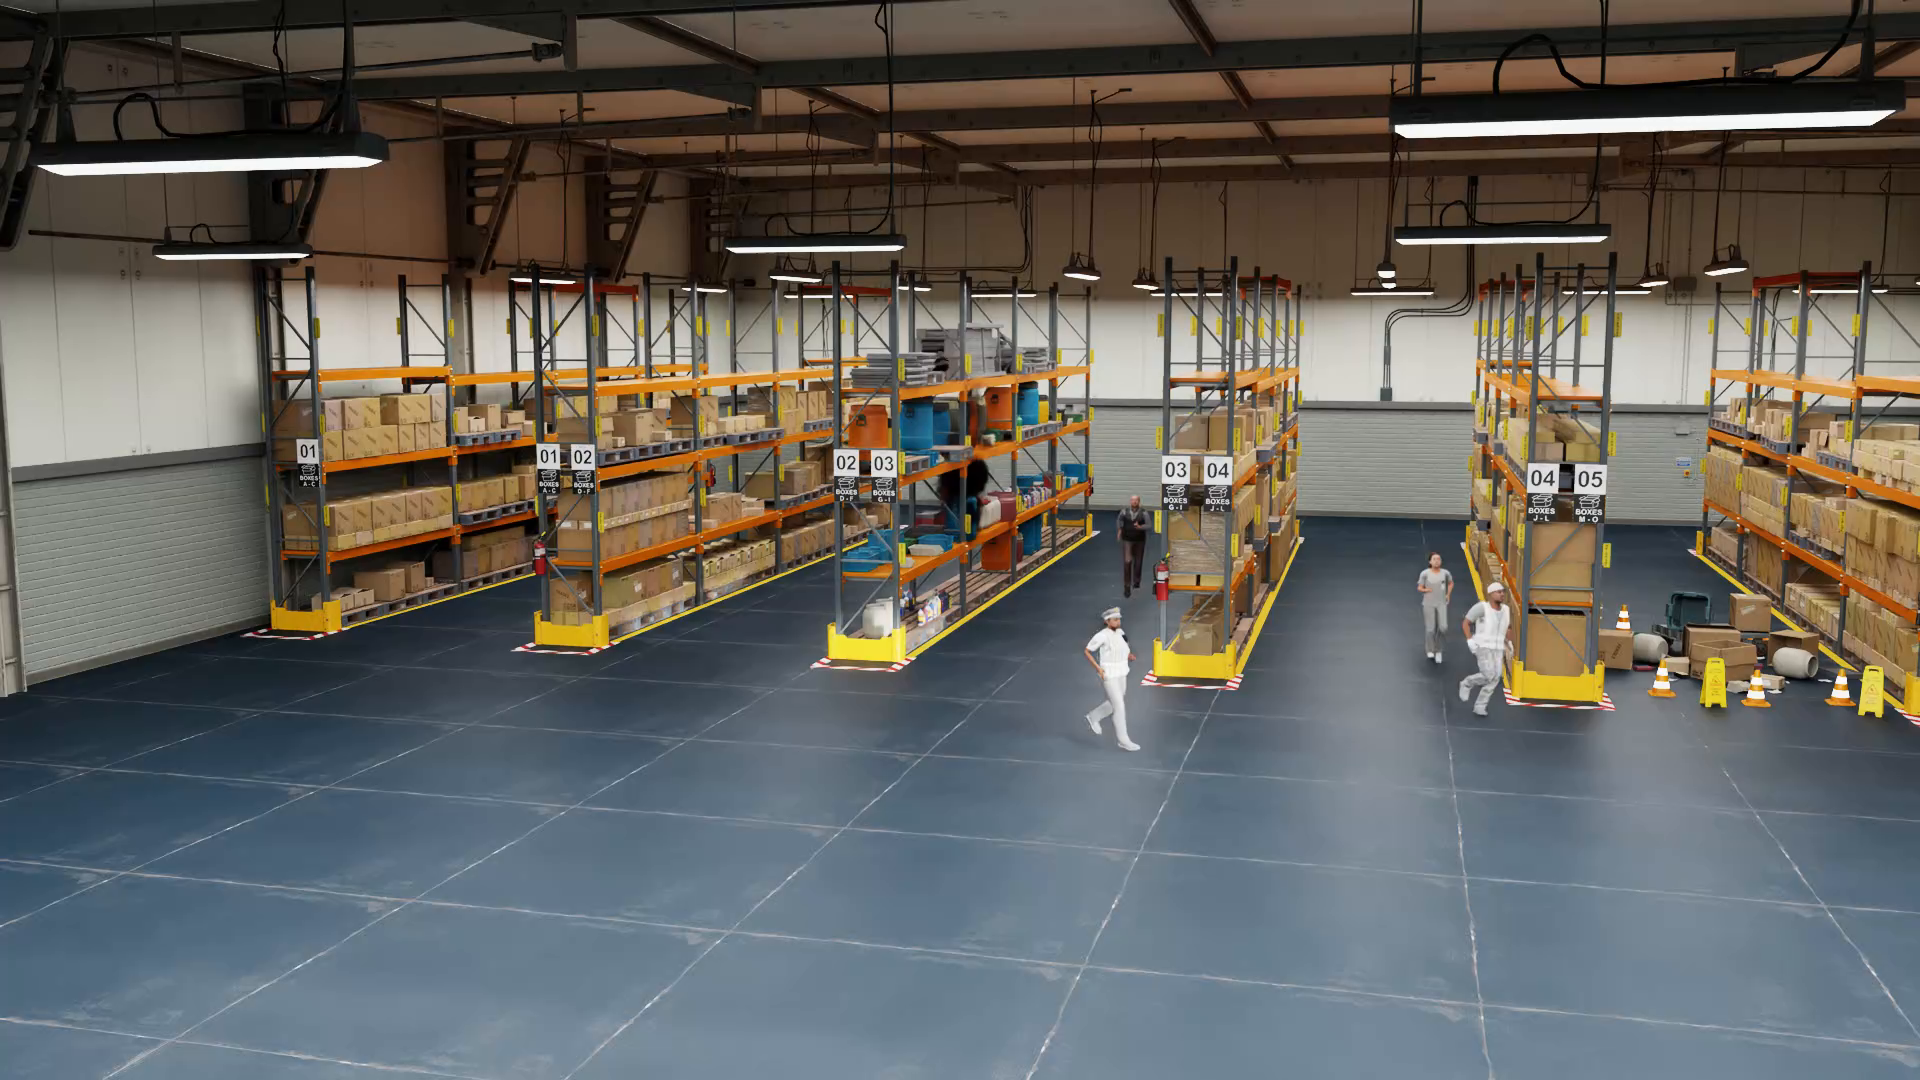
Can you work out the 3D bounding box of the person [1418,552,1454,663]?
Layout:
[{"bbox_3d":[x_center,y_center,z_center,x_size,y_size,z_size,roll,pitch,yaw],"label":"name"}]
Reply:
[{"bbox_3d":[7.154,1.017,25.003,0.546,1.678,0.641,1,7,9],"label":"person"}]

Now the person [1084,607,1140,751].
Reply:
[{"bbox_3d":[1.821,1.627,19.973,0.583,1.675,0.924,-7,10,-43],"label":"person"}]

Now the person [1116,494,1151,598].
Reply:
[{"bbox_3d":[3.121,0.101,29.902,0.624,1.841,0.728,1,7,5],"label":"person"}]

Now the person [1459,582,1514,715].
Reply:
[{"bbox_3d":[6.940,1.409,21.751,0.723,1.701,0.561,-3,8,-20],"label":"person"}]
